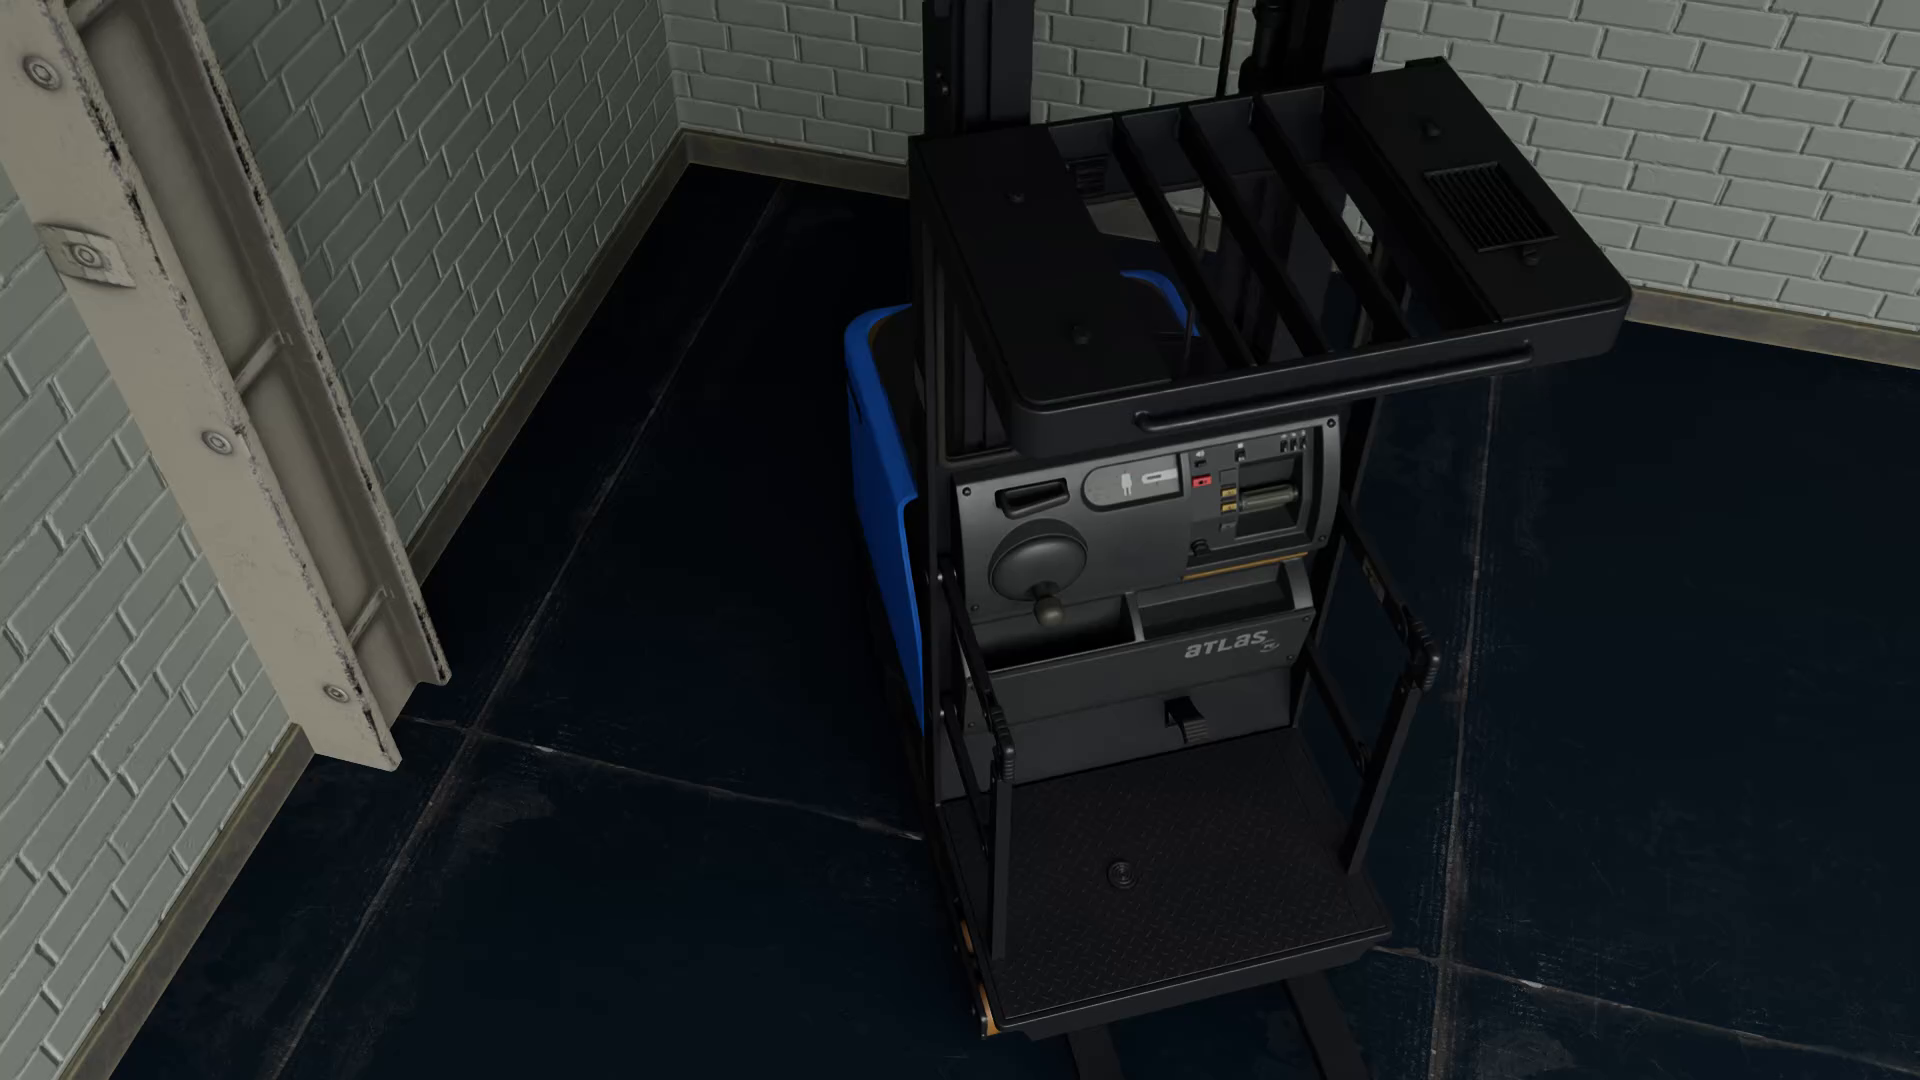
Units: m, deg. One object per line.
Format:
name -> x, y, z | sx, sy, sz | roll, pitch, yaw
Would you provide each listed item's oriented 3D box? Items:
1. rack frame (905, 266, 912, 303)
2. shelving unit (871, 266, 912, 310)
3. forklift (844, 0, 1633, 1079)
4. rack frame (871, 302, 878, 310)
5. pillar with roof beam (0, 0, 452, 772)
rack frame -> -0.070, -0.533, 5.620 | 0.240, 0.900, 0.006 | 24, 53, 20
shelving unit -> -0.122, -0.467, 5.562 | 0.258, 0.900, 0.210 | 24, 53, 20
forklift -> 0.503, 0.050, 3.751 | 1.130, 2.935, 3.031 | -11, 49, -10
rack frame -> -0.174, -0.402, 5.504 | 0.240, 0.900, 0.006 | 24, 53, 20
pillar with roof beam -> 2.315, -1.588, 1.149 | 9.100, 9.000, 0.400 | 12, 50, 10
